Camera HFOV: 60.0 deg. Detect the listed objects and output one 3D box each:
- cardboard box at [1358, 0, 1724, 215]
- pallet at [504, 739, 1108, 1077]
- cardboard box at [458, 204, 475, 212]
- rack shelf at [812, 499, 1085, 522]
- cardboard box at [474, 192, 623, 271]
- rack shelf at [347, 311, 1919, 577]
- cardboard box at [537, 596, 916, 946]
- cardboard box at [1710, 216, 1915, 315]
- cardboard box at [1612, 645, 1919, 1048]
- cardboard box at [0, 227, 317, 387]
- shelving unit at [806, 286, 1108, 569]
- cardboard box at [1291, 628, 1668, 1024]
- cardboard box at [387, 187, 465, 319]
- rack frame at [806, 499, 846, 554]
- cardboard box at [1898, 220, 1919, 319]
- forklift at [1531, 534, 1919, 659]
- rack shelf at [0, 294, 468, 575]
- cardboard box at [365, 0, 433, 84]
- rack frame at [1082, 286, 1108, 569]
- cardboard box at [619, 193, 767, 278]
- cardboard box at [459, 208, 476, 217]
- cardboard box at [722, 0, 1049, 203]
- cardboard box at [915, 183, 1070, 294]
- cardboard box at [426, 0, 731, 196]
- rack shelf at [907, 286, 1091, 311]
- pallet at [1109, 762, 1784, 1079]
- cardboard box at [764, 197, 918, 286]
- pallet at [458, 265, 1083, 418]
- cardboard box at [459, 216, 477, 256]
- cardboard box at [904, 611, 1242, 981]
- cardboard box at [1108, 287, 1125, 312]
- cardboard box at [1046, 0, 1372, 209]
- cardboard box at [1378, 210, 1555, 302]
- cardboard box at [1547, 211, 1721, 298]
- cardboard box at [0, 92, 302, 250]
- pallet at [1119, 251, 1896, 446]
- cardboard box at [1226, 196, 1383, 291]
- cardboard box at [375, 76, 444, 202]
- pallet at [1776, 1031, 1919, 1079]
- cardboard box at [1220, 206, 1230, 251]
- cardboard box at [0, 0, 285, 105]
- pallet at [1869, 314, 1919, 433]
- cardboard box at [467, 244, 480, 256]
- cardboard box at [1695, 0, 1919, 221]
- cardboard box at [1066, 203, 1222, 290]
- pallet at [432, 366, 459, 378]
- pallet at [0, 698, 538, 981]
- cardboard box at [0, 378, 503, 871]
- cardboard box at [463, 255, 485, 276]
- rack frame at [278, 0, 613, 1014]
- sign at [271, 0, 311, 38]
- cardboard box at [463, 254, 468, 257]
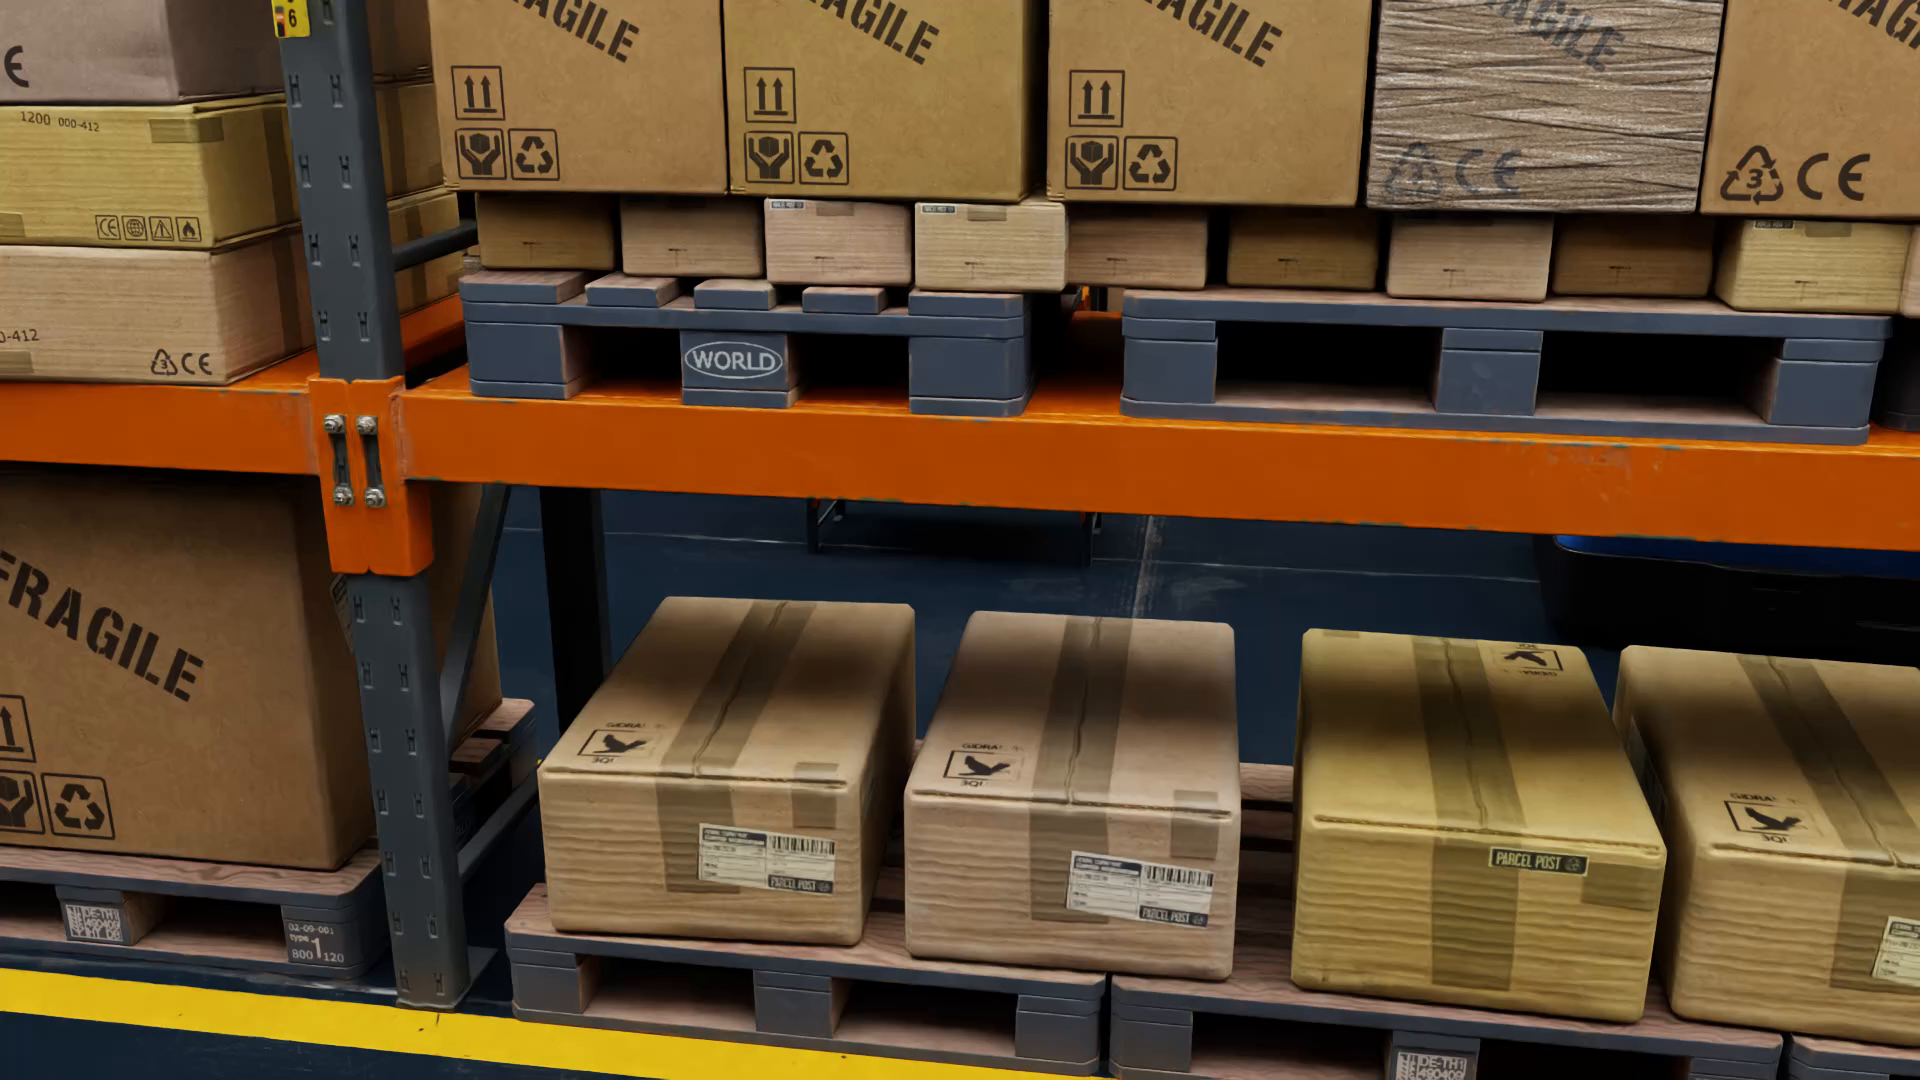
[{"bbox_3d":[0.923,-0.828,2.763,0.500,0.500,0.500,2,19,7],"label":"cardboard box"},{"bbox_3d":[-0.247,0.750,3.728,1.213,0.211,1.003,3,19,9],"label":"pallet"},{"bbox_3d":[-2.752,-1.705,8.927,0.250,0.149,0.380,3,19,10],"label":"cardboard box"},{"bbox_3d":[-0.007,-0.302,6.203,1.000,0.278,0.538,3,19,9],"label":"rack shelf"},{"bbox_3d":[-0.727,-0.617,3.155,0.250,0.149,0.380,2,19,5],"label":"cardboard box"},{"bbox_3d":[0.957,-0.170,3.218,4.000,0.370,1.077,3,19,9],"label":"rack shelf"},{"bbox_3d":[-0.462,0.467,3.661,0.625,0.372,0.950,2,19,5],"label":"cardboard box"},{"bbox_3d":[1.374,-0.486,2.762,0.250,0.149,0.380,3,19,9],"label":"cardboard box"},{"bbox_3d":[1.703,0.576,3.335,0.625,0.372,0.950,4,19,12],"label":"cardboard box"},{"bbox_3d":[-1.559,-0.485,3.261,0.500,0.250,0.500,2,19,7],"label":"cardboard box"},{"bbox_3d":[-0.007,-0.534,6.126,1.048,1.125,0.538,3,19,9],"label":"shelving unit"},{"bbox_3d":[1.016,0.541,3.438,0.625,0.372,0.950,4,19,10],"label":"cardboard box"},{"bbox_3d":[-1.461,-0.644,3.738,0.500,0.250,0.500,3,19,8],"label":"cardboard box"},{"bbox_3d":[-0.509,-0.559,6.202,0.032,1.125,0.500,3,19,9],"label":"rack frame"},{"bbox_3d":[1.609,-0.462,2.691,0.250,0.149,0.380,3,19,9],"label":"cardboard box"},{"bbox_3d":[3.468,-1.095,4.956,3.031,2.935,1.130,5,19,14],"label":"forklift"},{"bbox_3d":[-2.993,-0.371,3.820,4.000,0.370,1.077,3,19,9],"label":"rack shelf"},{"bbox_3d":[-1.466,-1.235,3.533,0.500,0.500,0.500,2,19,7],"label":"cardboard box"},{"bbox_3d":[0.495,-0.508,6.049,0.032,1.125,0.500,3,19,9],"label":"rack frame"},{"bbox_3d":[-0.453,-0.593,3.081,0.250,0.149,0.380,2,19,5],"label":"cardboard box"},{"bbox_3d":[-2.490,-1.710,8.941,0.250,0.149,0.380,3,19,9],"label":"cardboard box"},{"bbox_3d":[-0.095,-0.880,2.919,0.500,0.500,0.500,4,19,11],"label":"cardboard box"},{"bbox_3d":[0.078,-0.544,2.936,0.250,0.149,0.380,3,19,9],"label":"cardboard box"},{"bbox_3d":[-0.611,-0.904,2.991,0.500,0.500,0.500,2,19,7],"label":"cardboard box"},{"bbox_3d":[-0.007,-0.811,6.033,1.000,0.278,0.538,3,19,9],"label":"rack shelf"},{"bbox_3d":[0.954,0.812,3.542,1.213,0.211,1.003,3,19,9],"label":"pallet"},{"bbox_3d":[-0.190,-0.564,2.997,0.250,0.149,0.380,2,19,5],"label":"cardboard box"},{"bbox_3d":[-0.298,-0.518,3.428,1.003,0.211,1.213,3,19,9],"label":"pallet"},{"bbox_3d":[-2.573,-1.542,8.441,0.250,0.149,0.380,4,19,11],"label":"cardboard box"},{"bbox_3d":[0.268,0.501,3.557,0.625,0.372,0.950,3,19,8],"label":"cardboard box"},{"bbox_3d":[1.026,-1.174,8.165,0.625,0.625,0.875,4,19,10],"label":"cardboard box"},{"bbox_3d":[0.430,-0.856,2.845,0.500,0.500,0.500,3,19,10],"label":"cardboard box"},{"bbox_3d":[0.861,-0.521,2.866,0.250,0.149,0.380,4,19,10],"label":"cardboard box"},{"bbox_3d":[1.131,-0.531,2.898,0.250,0.149,0.380,2,19,7],"label":"cardboard box"},{"bbox_3d":[-1.537,-0.723,3.184,0.500,0.250,0.500,3,19,8],"label":"cardboard box"},{"bbox_3d":[0.943,-0.434,3.176,1.213,0.211,1.003,3,19,9],"label":"pallet"},{"bbox_3d":[0.614,-0.554,2.967,0.250,0.149,0.380,4,19,11],"label":"cardboard box"},{"bbox_3d":[-1.479,-0.881,3.657,0.500,0.250,0.500,3,19,8],"label":"cardboard box"},{"bbox_3d":[2.162,0.873,3.361,1.213,0.211,1.003,3,19,9],"label":"pallet"},{"bbox_3d":[0.624,-0.683,3.351,0.250,0.149,0.380,3,19,9],"label":"cardboard box"},{"bbox_3d":[-1.570,-1.078,3.063,0.500,0.500,0.500,2,19,7],"label":"cardboard box"},{"bbox_3d":[2.200,-0.404,3.085,1.213,0.211,1.003,3,19,9],"label":"pallet"},{"bbox_3d":[-2.302,-1.538,8.427,0.250,0.149,0.380,3,19,9],"label":"cardboard box"},{"bbox_3d":[1.440,-0.802,2.685,0.500,0.500,0.500,4,19,11],"label":"cardboard box"},{"bbox_3d":[0.329,-0.556,2.973,0.250,0.149,0.380,4,19,12],"label":"cardboard box"},{"bbox_3d":[-2.167,-0.956,8.829,1.213,0.211,1.003,3,19,9],"label":"pallet"},{"bbox_3d":[-1.785,0.647,4.036,1.213,0.211,1.003,3,19,9],"label":"pallet"},{"bbox_3d":[-1.687,0.136,3.857,0.875,0.875,0.875,3,19,8],"label":"cardboard box"},{"bbox_3d":[-2.212,-1.209,8.467,0.500,0.500,0.500,2,19,7],"label":"cardboard box"},{"bbox_3d":[-1.018,-0.612,3.405,0.127,3.000,1.000,3,19,9],"label":"rack frame"},{"bbox_3d":[-1.103,-0.987,2.701,0.005,0.325,0.100,3,19,9],"label":"sign"},{"bbox_3d":[-2.723,-1.237,8.551,0.500,0.500,0.500,2,19,7],"label":"cardboard box"}]
